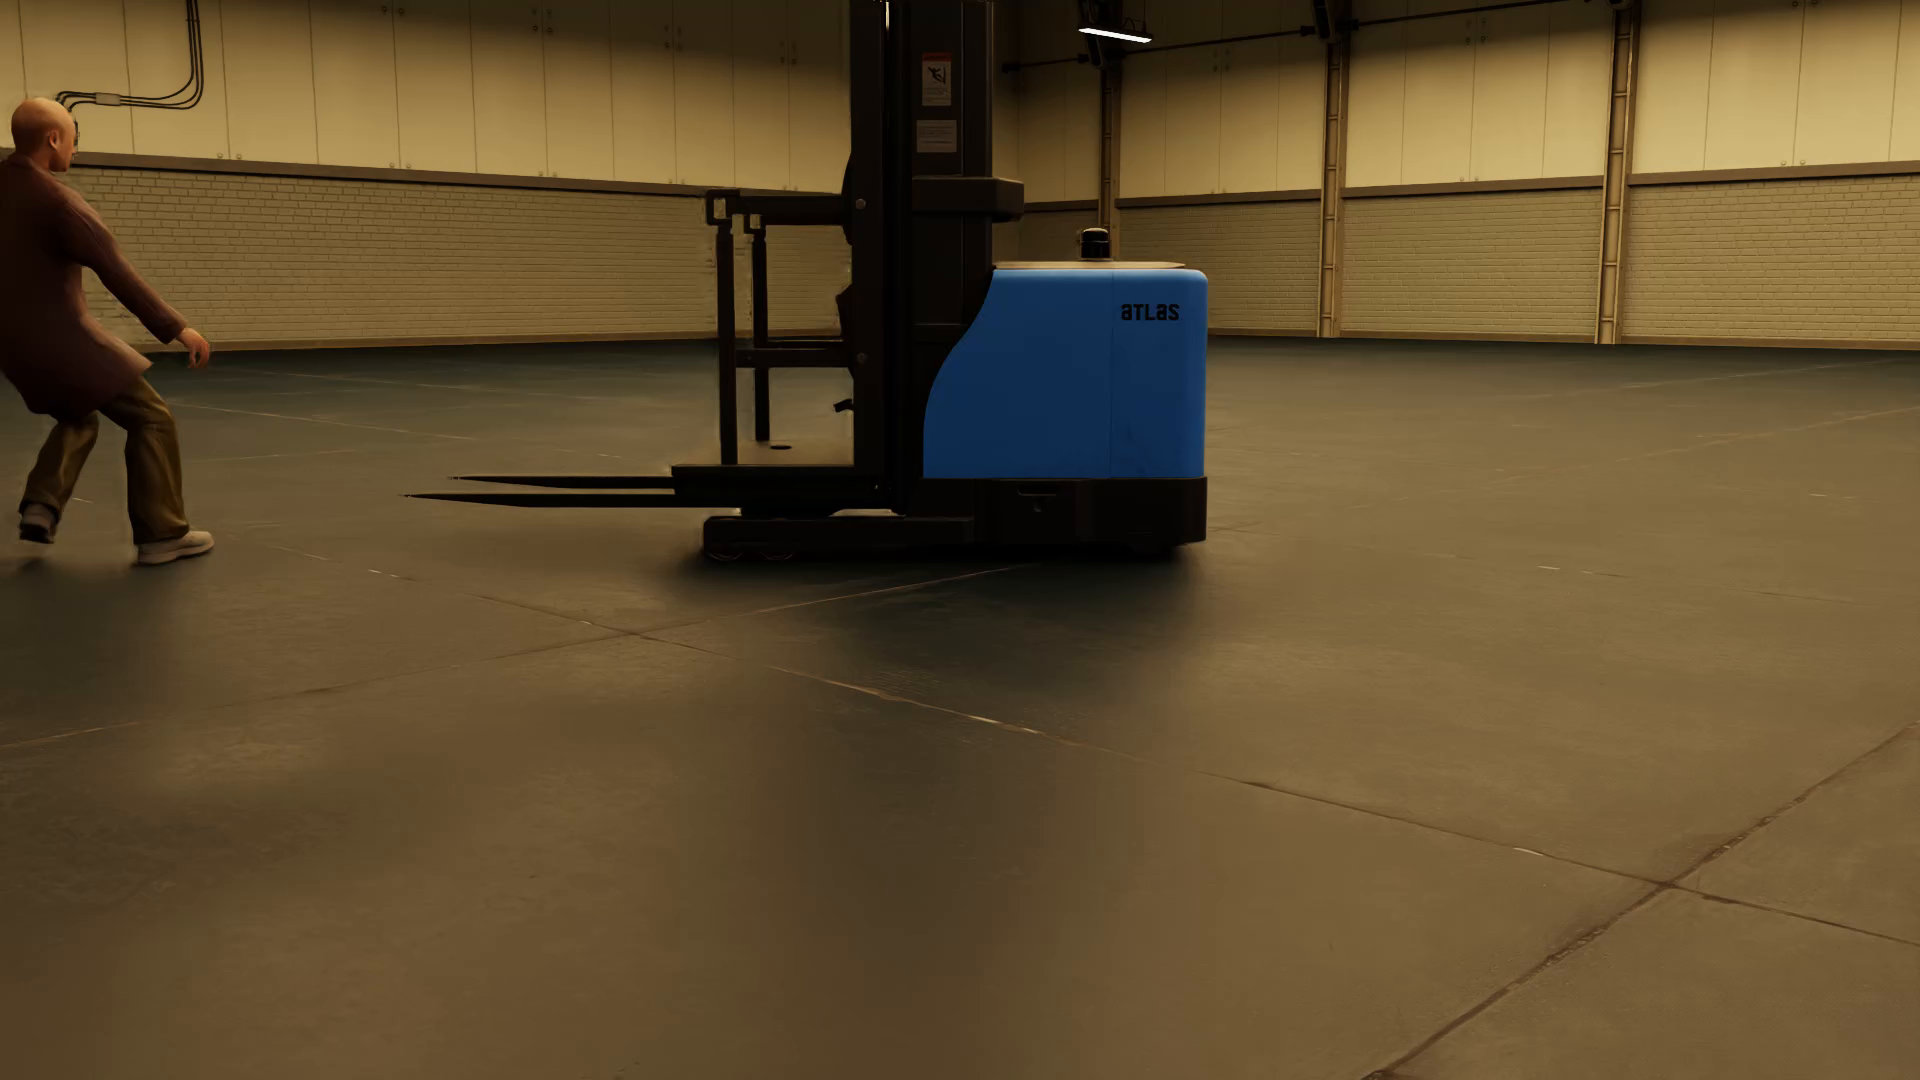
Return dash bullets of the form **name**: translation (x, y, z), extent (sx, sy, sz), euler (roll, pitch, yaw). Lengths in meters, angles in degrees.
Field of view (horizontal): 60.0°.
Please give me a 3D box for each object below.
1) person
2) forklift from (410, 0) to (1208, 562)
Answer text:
- **person**: translation (-3.215, -0.757, 6.138), extent (0.870, 1.671, 0.583), euler (4, 9, 23)
- **forklift**: translation (-0.586, -1.447, 6.485), extent (3.031, 2.935, 1.130), euler (0, 9, 0)
